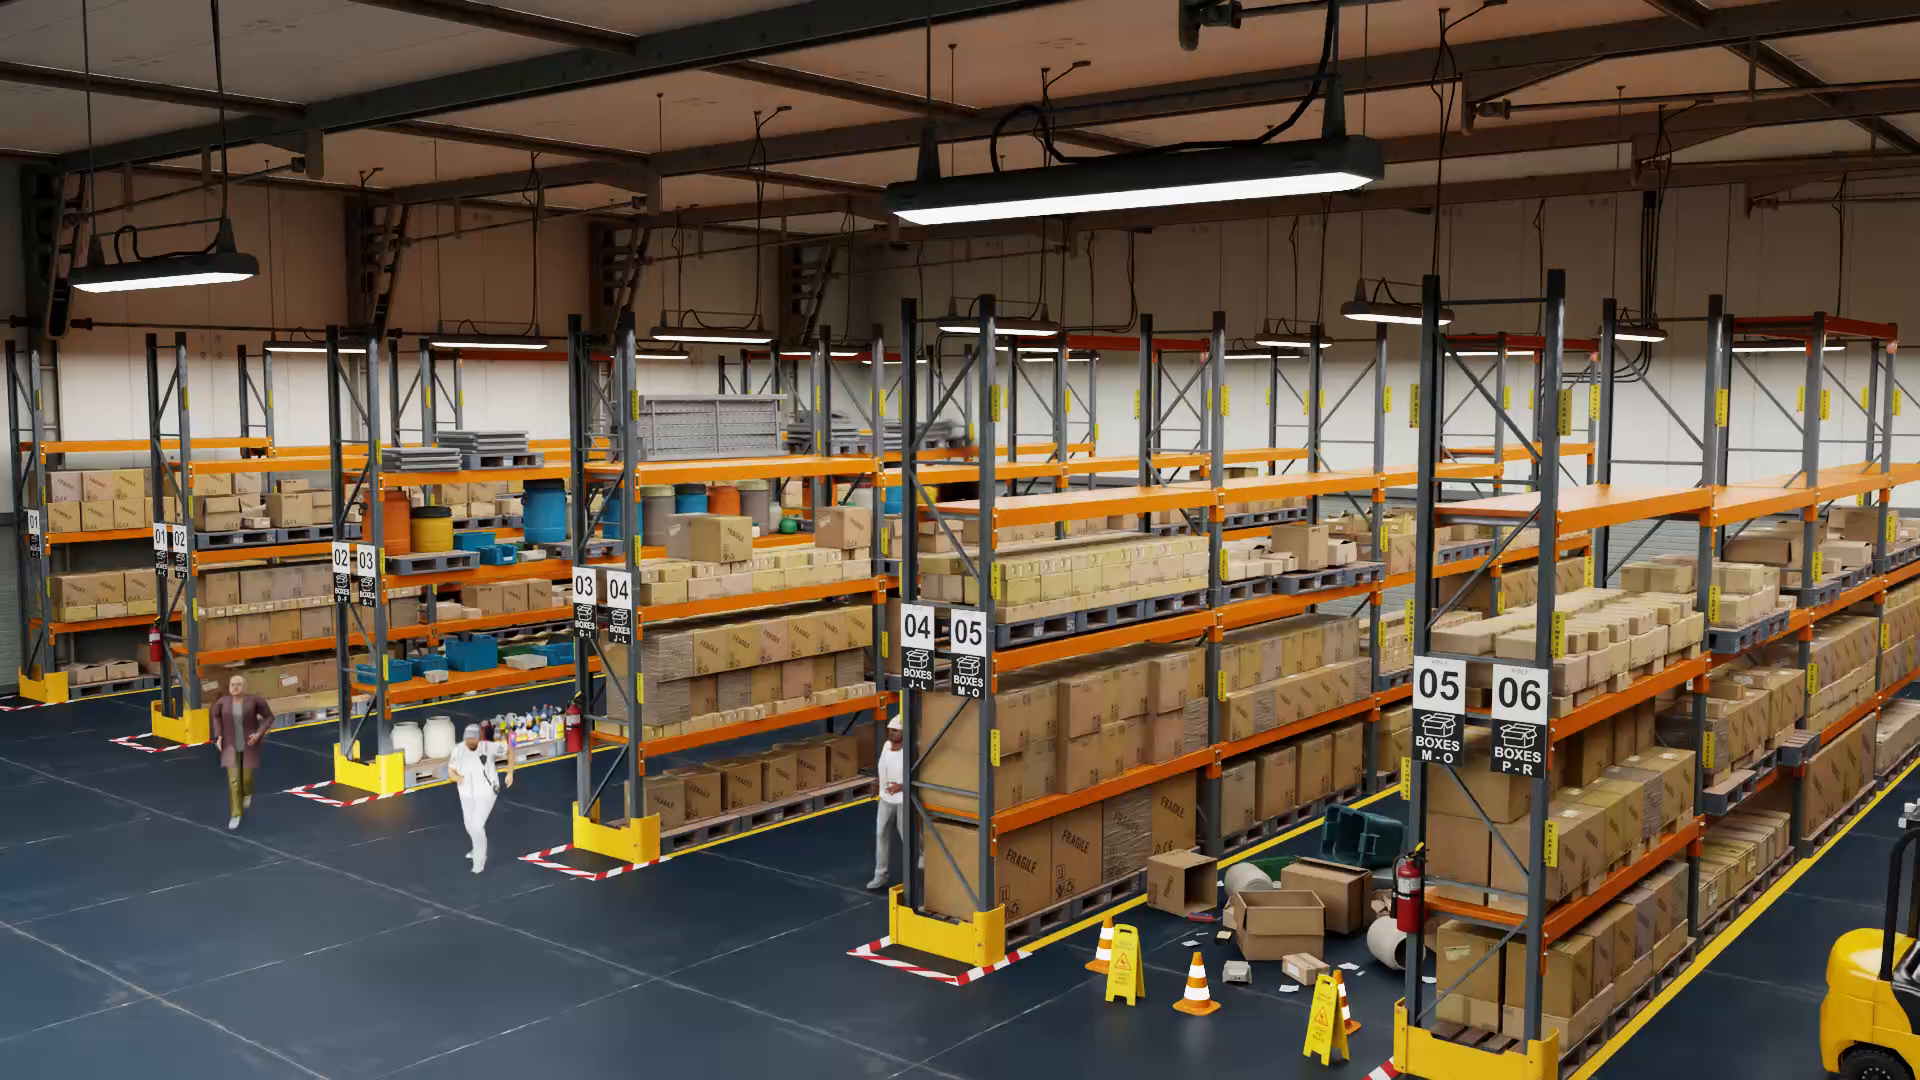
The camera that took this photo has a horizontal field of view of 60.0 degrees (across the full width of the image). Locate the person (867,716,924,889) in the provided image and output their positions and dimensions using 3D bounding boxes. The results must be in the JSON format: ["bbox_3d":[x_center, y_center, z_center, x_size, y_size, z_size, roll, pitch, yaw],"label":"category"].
[{"bbox_3d":[-0.637,2.706,17.420,0.723,1.751,0.959,4,6,37],"label":"person"}]

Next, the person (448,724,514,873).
[{"bbox_3d":[-5.161,2.788,17.959,0.645,1.711,0.841,0,5,4],"label":"person"}]

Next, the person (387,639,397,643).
[{"bbox_3d":[-10.225,1.677,29.705,0.603,1.643,0.575,3,6,28],"label":"person"}]

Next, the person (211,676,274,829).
[{"bbox_3d":[-8.598,2.501,19.999,0.691,1.807,0.853,-1,5,-15],"label":"person"}]
